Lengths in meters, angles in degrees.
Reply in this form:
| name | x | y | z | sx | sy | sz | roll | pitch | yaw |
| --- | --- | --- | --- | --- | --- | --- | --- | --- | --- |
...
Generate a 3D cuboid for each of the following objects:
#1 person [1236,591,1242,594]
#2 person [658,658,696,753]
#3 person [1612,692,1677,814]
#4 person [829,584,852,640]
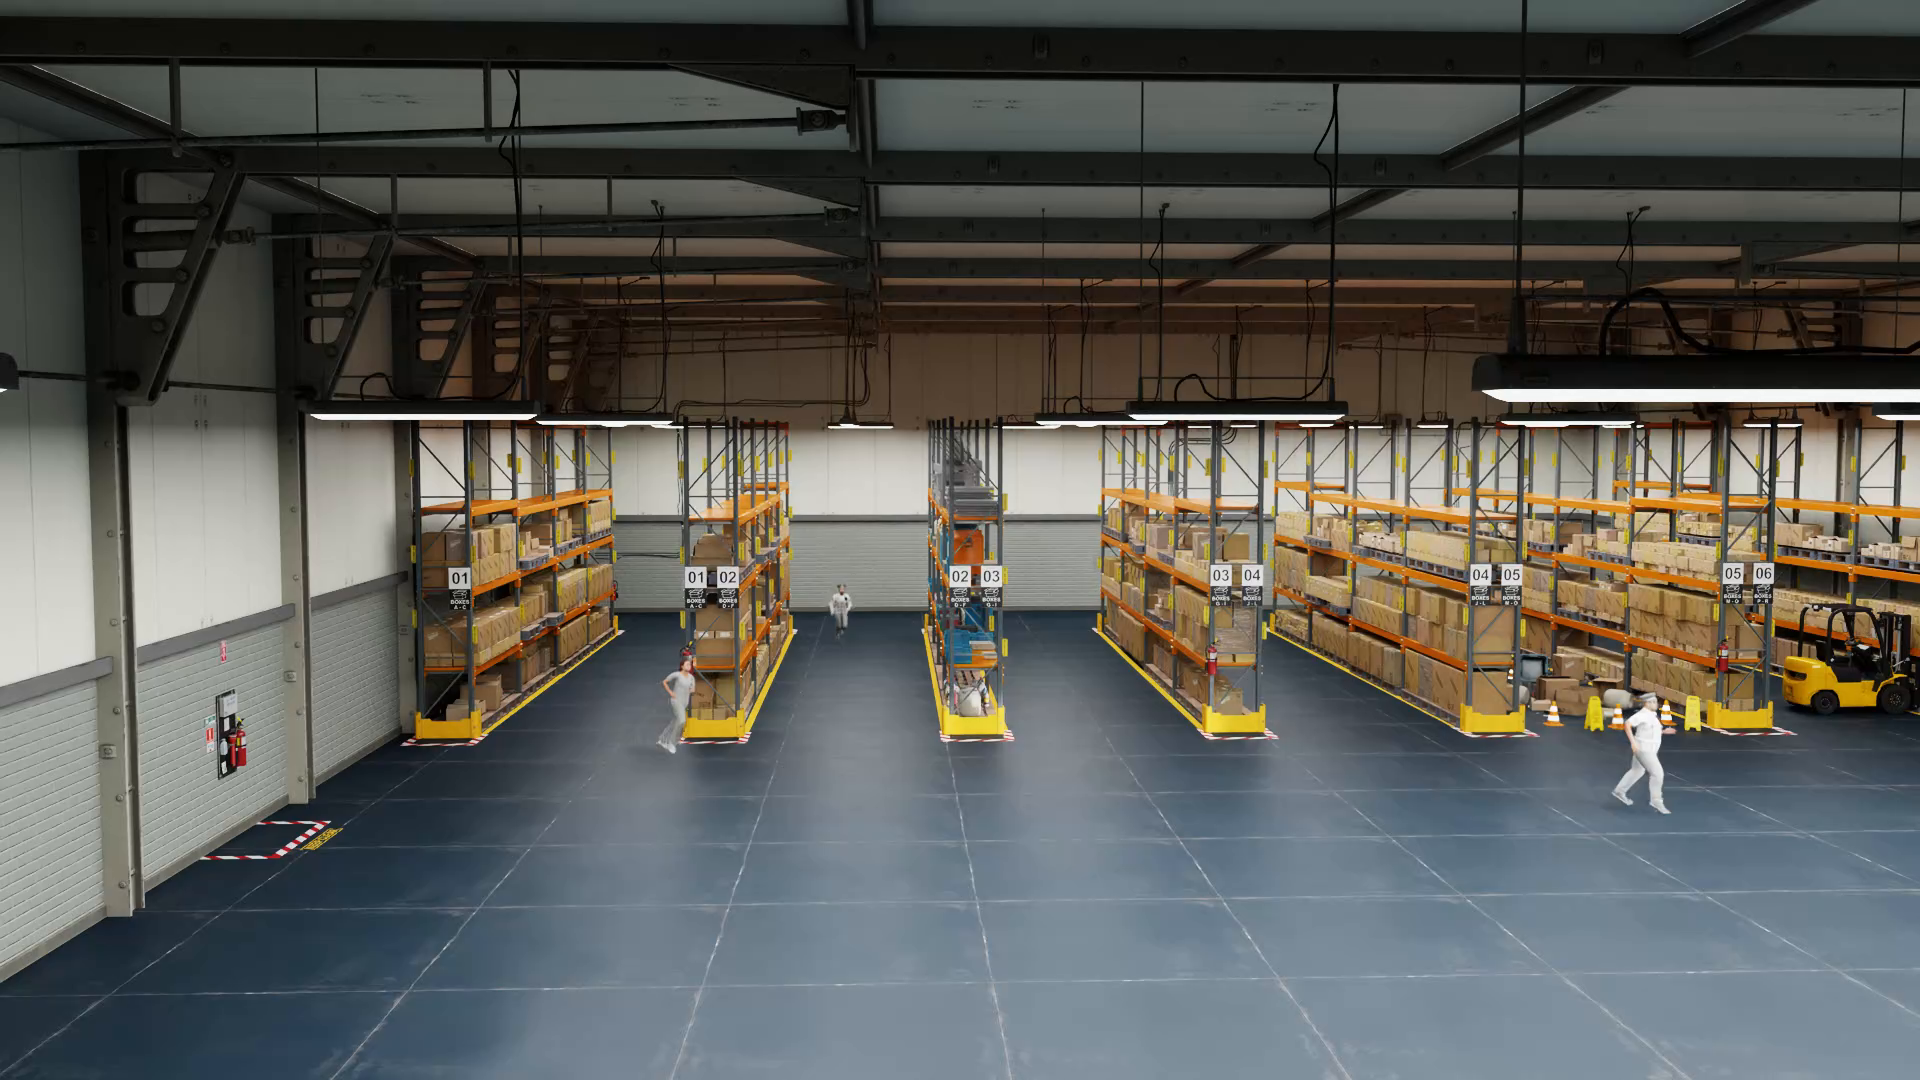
| name | x | y | z | sx | sy | sz | roll | pitch | yaw |
| --- | --- | --- | --- | --- | --- | --- | --- | --- | --- |
| person | 7.805 | 1.730 | 47.407 | 0.702 | 1.769 | 0.929 | 2 | 4 | 24 |
| person | -5.080 | 2.968 | 29.914 | 0.663 | 1.695 | 0.631 | 3 | 5 | 37 |
| person | 10.334 | 3.198 | 25.103 | 0.875 | 1.832 | 0.634 | 2 | 4 | 27 |
| person | -3.197 | 1.945 | 44.749 | 0.603 | 1.550 | 0.569 | -1 | 4 | -12 |
